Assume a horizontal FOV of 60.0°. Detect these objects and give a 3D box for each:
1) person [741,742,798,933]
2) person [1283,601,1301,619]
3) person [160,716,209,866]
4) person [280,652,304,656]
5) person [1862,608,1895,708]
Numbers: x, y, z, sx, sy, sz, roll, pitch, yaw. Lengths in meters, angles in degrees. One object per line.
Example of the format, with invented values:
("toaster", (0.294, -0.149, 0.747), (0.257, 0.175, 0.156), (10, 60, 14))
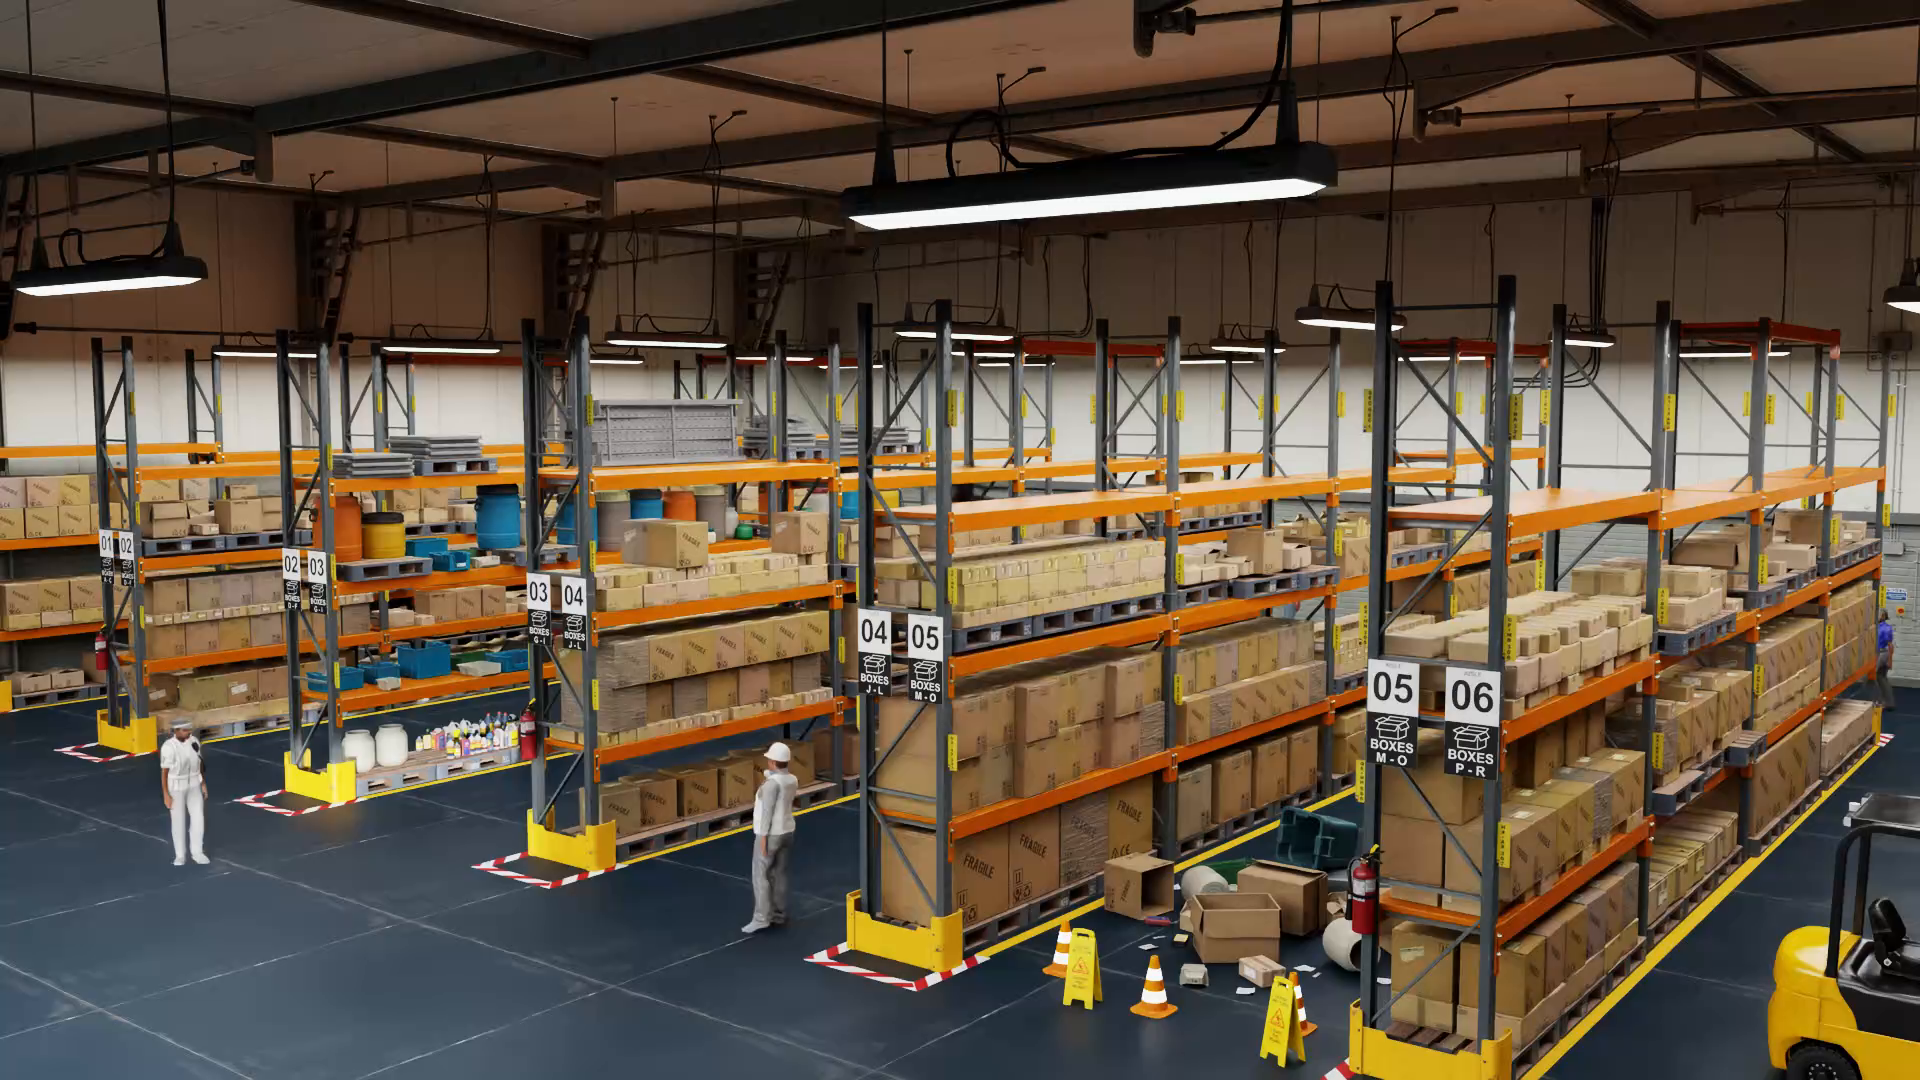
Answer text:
("person", (-1.833, 2.881, 16.193), (0.381, 1.810, 0.628), (3, 6, 27))
("person", (6.930, 1.285, 34.400), (0.669, 1.758, 0.556), (0, 5, 3))
("person", (-8.544, 2.751, 18.309), (0.384, 1.678, 0.476), (4, 6, 40))
("person", (-11.297, 1.890, 28.098), (0.575, 1.738, 0.679), (-2, 5, -22))
("person", (15.111, 1.970, 27.349), (0.549, 1.707, 0.436), (1, 5, 16))
